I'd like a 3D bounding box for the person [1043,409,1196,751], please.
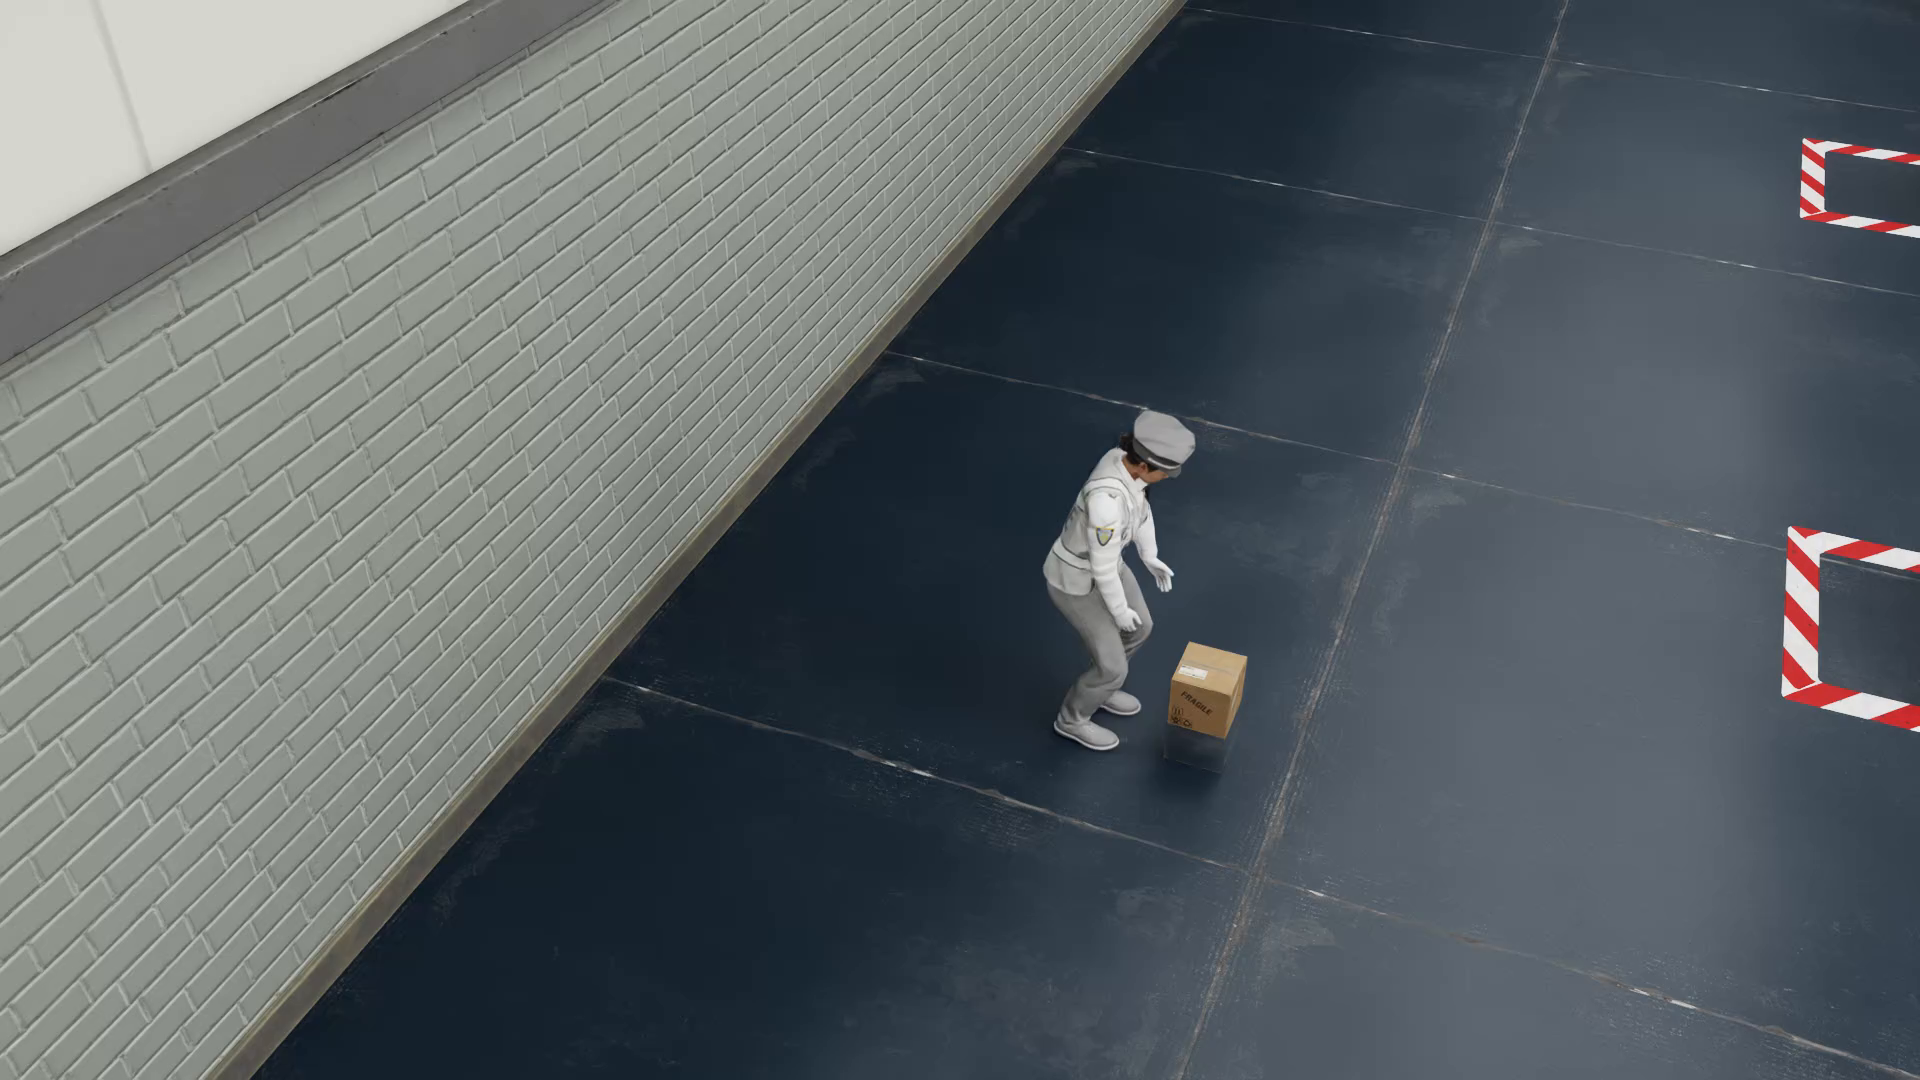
[{"bbox_3d":[0.623,0.152,6.718,0.548,1.559,0.520,15,40,18],"label":"person"}]
